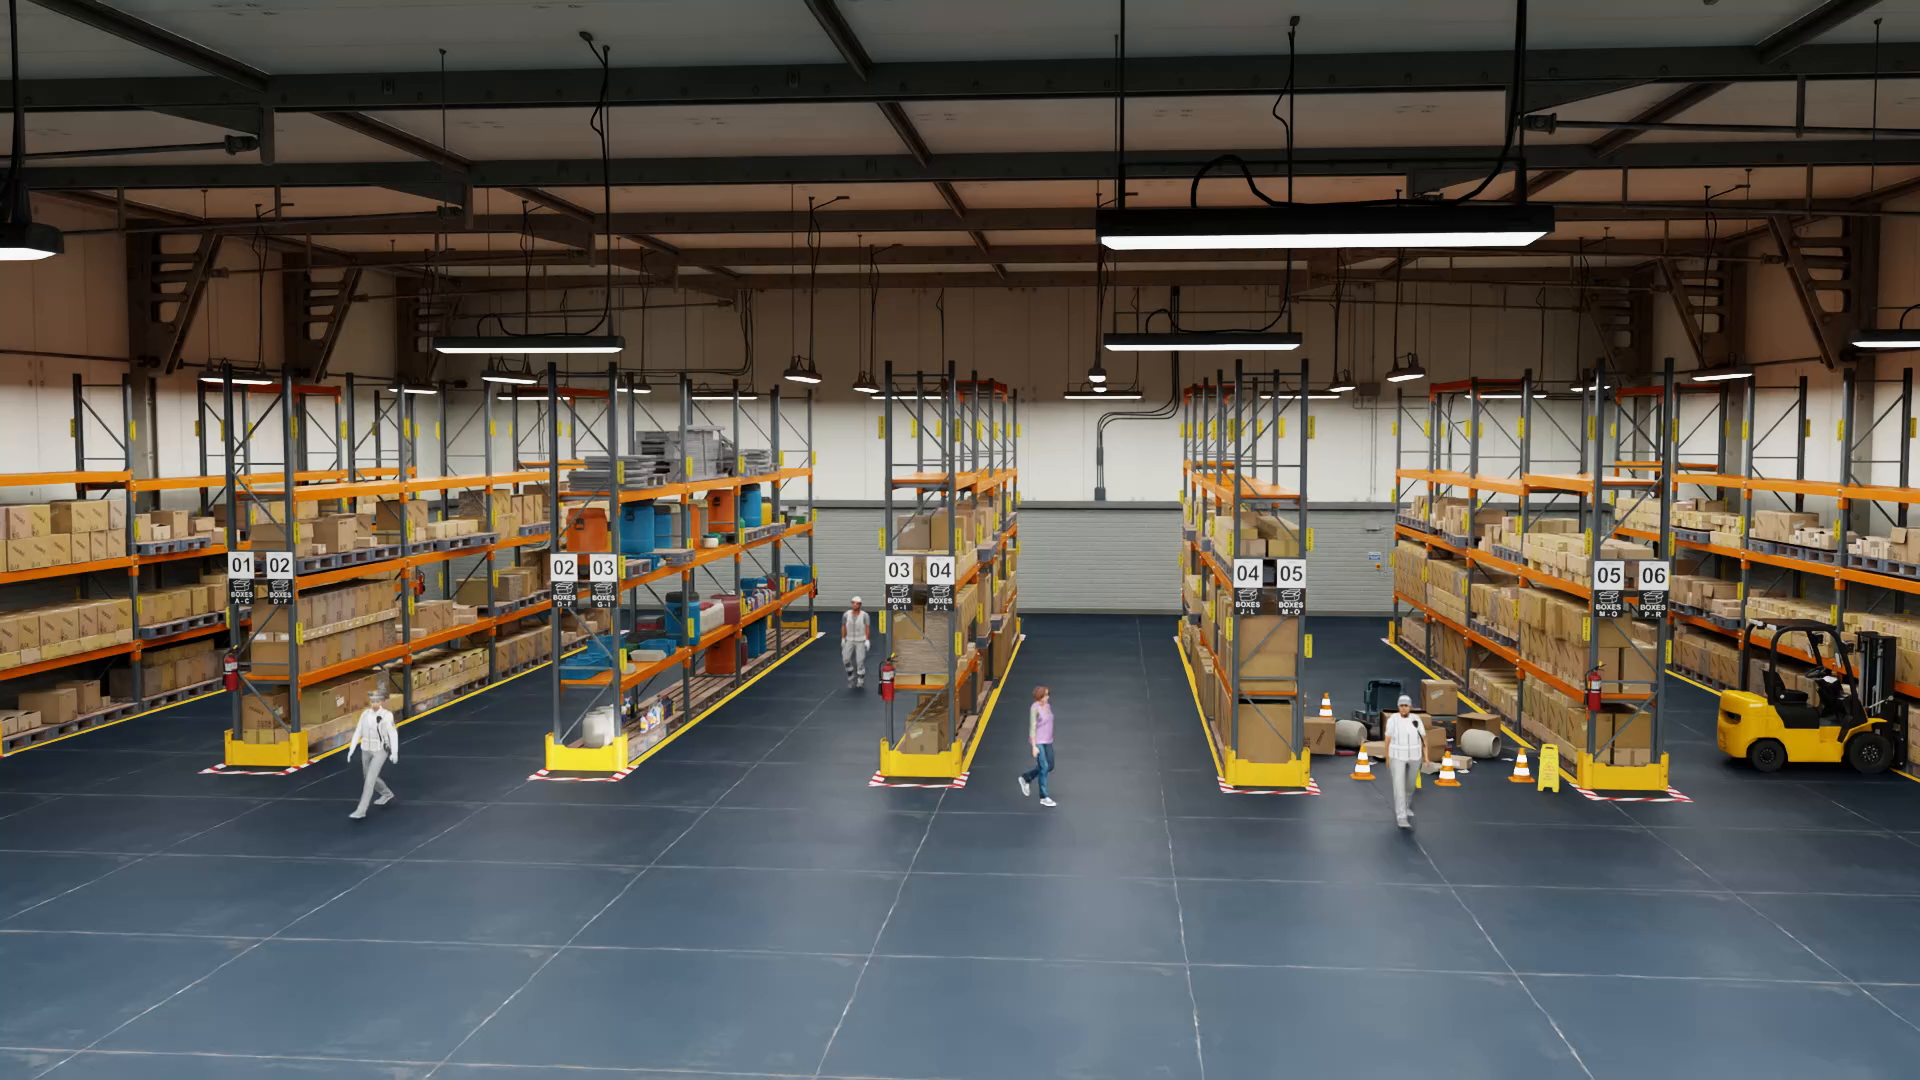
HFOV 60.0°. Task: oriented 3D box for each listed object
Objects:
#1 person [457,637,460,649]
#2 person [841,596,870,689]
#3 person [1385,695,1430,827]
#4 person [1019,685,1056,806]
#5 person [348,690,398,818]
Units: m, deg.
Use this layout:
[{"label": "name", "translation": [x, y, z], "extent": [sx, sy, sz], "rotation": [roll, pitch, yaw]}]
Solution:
[{"label": "person", "translation": [-10.928, 1.692, 36.884], "extent": [0.651, 1.703, 1.048], "rotation": [0, 4, 6]}, {"label": "person", "translation": [-2.022, 1.989, 32.190], "extent": [0.610, 1.808, 0.510], "rotation": [1, 4, 14]}, {"label": "person", "translation": [5.689, 2.784, 21.148], "extent": [0.503, 1.617, 0.957], "rotation": [0, 4, 0]}, {"label": "person", "translation": [1.067, 2.732, 22.310], "extent": [0.668, 1.585, 0.474], "rotation": [3, 5, 36]}, {"label": "person", "translation": [-7.645, 2.760, 21.694], "extent": [0.561, 1.622, 0.938], "rotation": [1, 4, 12]}]
